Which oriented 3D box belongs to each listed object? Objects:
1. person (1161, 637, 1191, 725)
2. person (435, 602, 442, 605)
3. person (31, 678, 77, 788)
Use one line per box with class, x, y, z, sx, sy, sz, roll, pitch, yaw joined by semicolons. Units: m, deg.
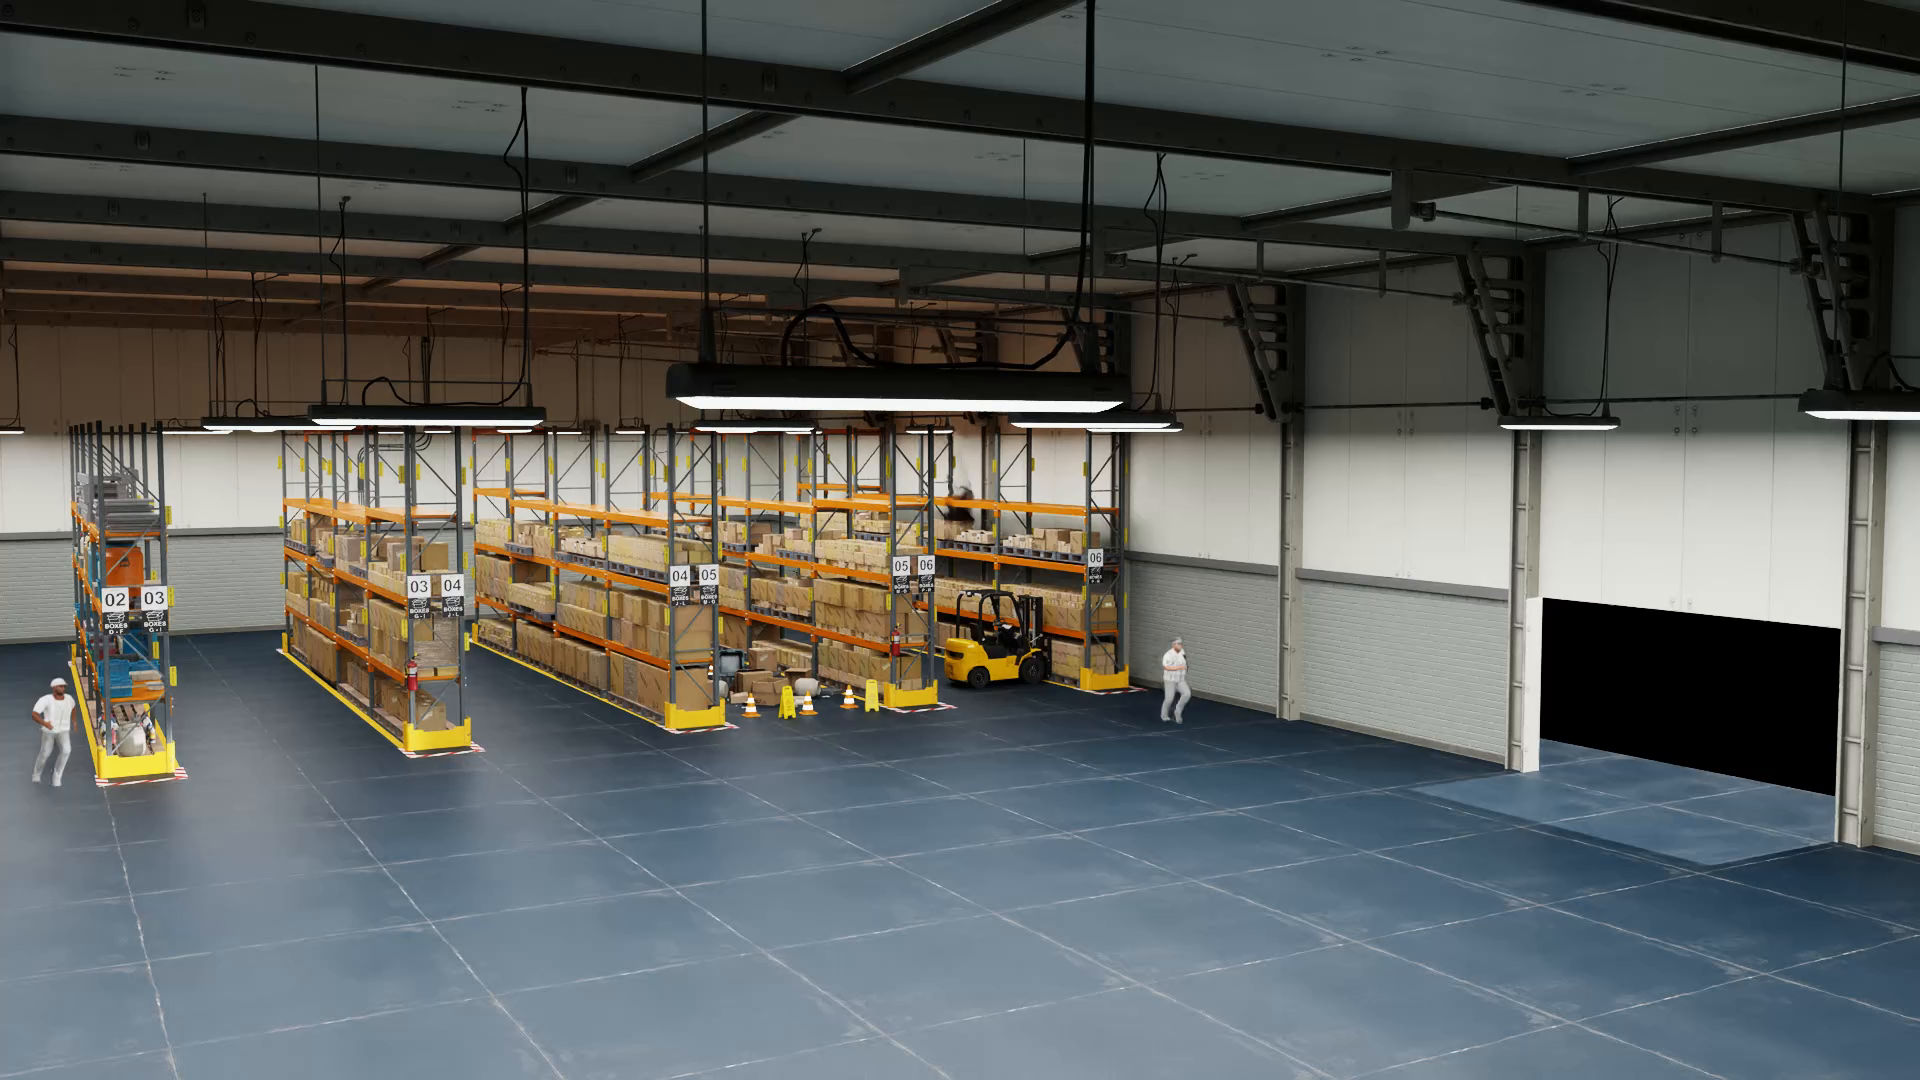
person;4.296;2.796;33.154;0.693;1.780;0.834;-2;4;-34
person;-13.885;2.173;44.543;0.523;1.619;0.669;-1;4;-20
person;-14.905;3.167;27.436;0.683;1.777;0.763;3;5;40
